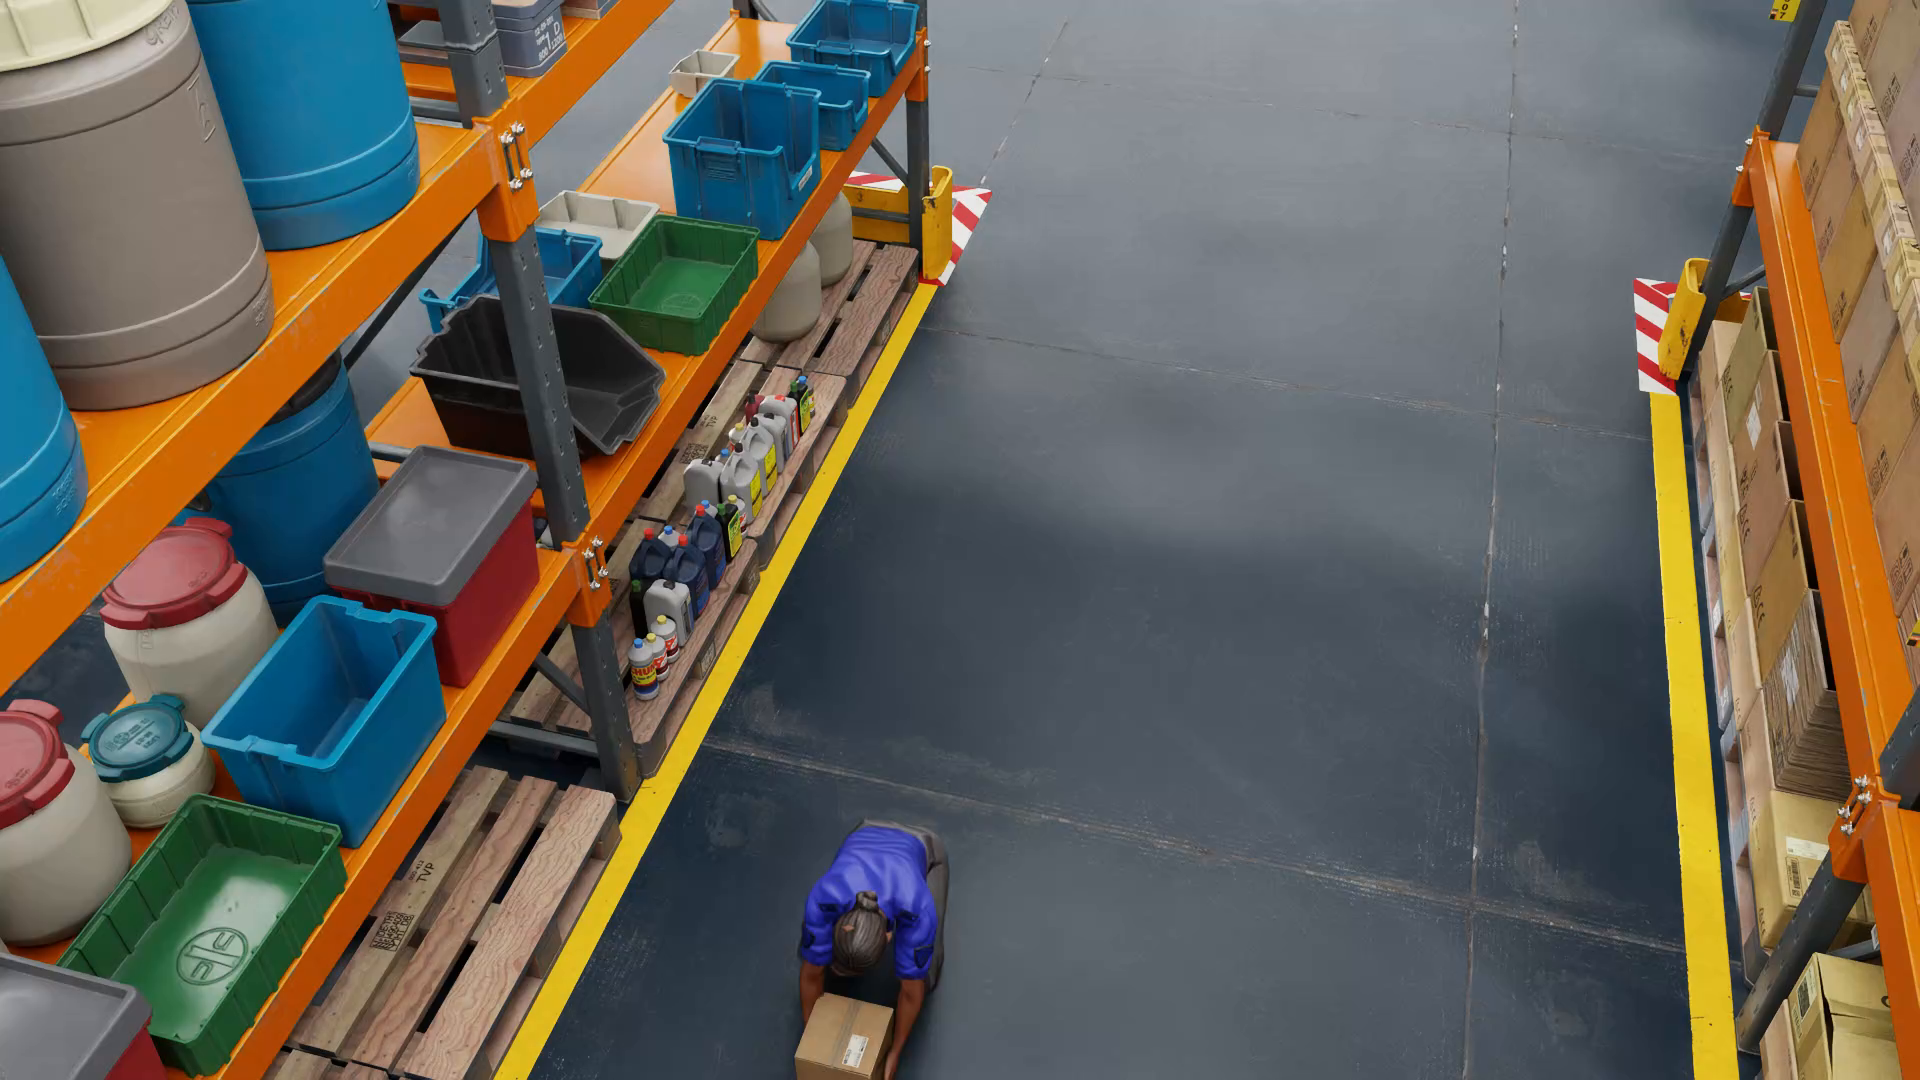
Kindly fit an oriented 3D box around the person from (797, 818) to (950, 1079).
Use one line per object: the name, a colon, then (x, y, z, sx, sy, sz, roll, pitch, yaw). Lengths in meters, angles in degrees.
person: (-0.279, 1.238, 5.416, 0.480, 0.810, 0.813, 10, 42, 11)
